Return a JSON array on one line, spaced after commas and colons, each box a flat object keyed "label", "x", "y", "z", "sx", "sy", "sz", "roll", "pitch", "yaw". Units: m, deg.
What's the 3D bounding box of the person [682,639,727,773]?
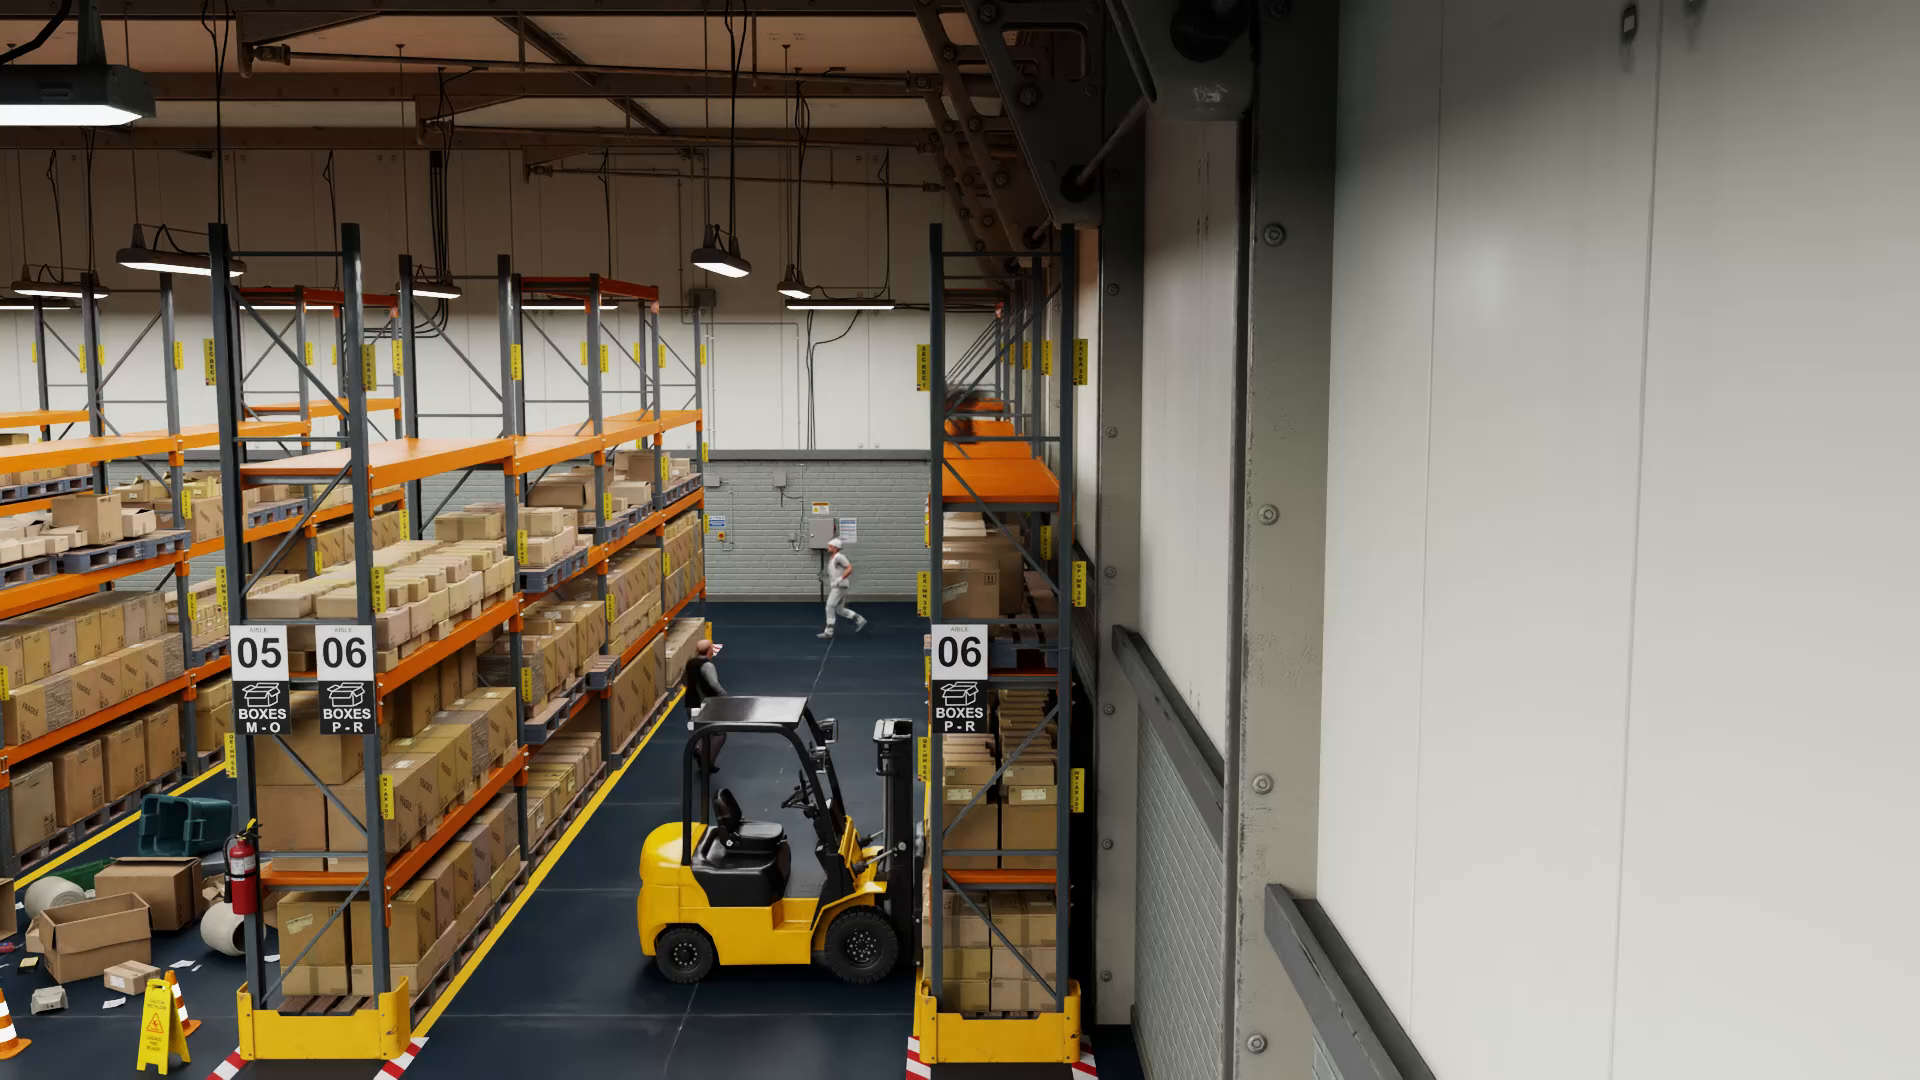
[{"label": "person", "x": -3.117, "y": 2.033, "z": 20.170, "sx": 0.737, "sy": 1.634, "sz": 0.538, "roll": 4, "pitch": 8, "yaw": 30}]

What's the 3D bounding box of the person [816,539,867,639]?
[{"label": "person", "x": -2.128, "y": 0.852, "z": 29.619, "sx": 0.933, "sy": 1.748, "sz": 0.701, "roll": -2, "pitch": 7, "yaw": -16}]
